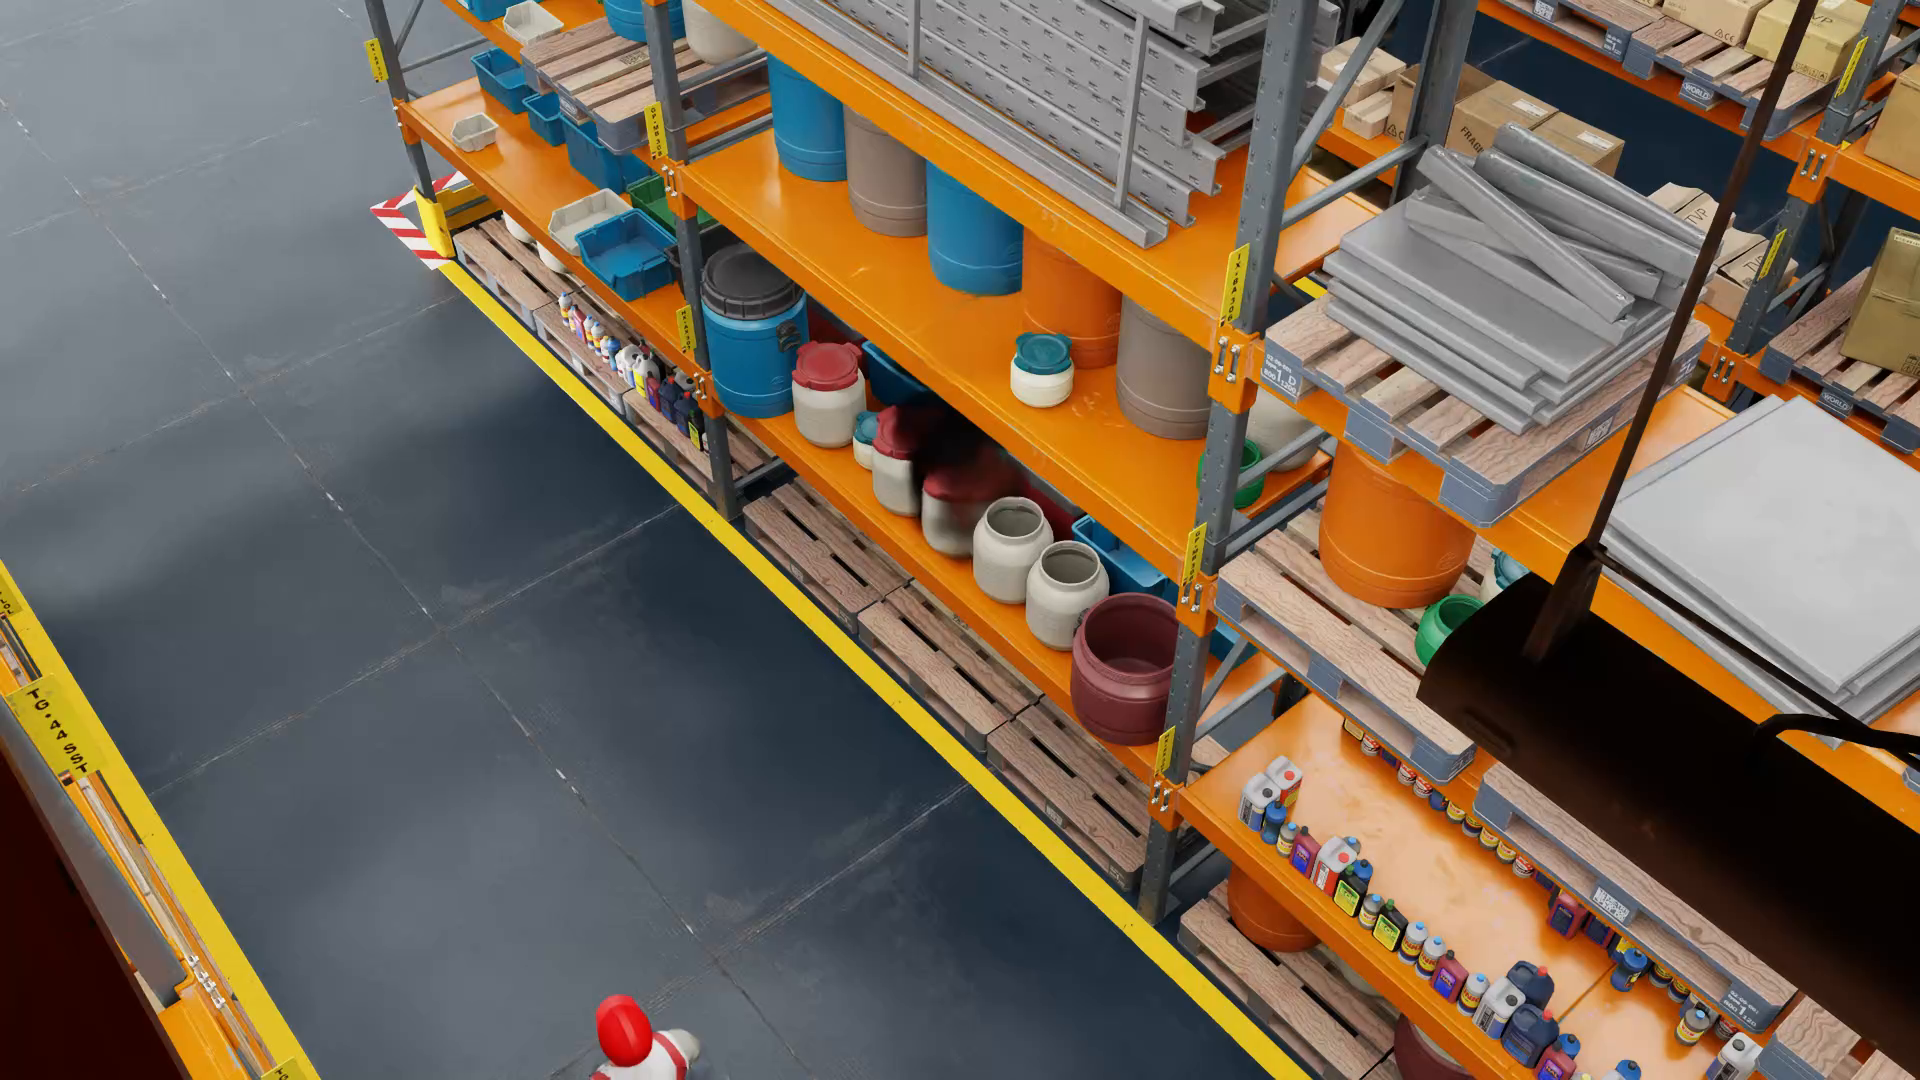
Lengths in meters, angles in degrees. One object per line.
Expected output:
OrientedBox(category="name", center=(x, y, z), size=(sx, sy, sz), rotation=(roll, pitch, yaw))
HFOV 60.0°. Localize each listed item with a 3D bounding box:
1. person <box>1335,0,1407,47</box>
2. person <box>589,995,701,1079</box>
OrientedBox(category="person", center=(3.426, -4.267, 13.882), size=(0.656, 1.696, 0.627), rotation=(-30, 53, -25))
OrientedBox(category="person", center=(-1.338, 2.495, 7.009), size=(0.675, 1.810, 0.833), rotation=(-28, 52, -24))
